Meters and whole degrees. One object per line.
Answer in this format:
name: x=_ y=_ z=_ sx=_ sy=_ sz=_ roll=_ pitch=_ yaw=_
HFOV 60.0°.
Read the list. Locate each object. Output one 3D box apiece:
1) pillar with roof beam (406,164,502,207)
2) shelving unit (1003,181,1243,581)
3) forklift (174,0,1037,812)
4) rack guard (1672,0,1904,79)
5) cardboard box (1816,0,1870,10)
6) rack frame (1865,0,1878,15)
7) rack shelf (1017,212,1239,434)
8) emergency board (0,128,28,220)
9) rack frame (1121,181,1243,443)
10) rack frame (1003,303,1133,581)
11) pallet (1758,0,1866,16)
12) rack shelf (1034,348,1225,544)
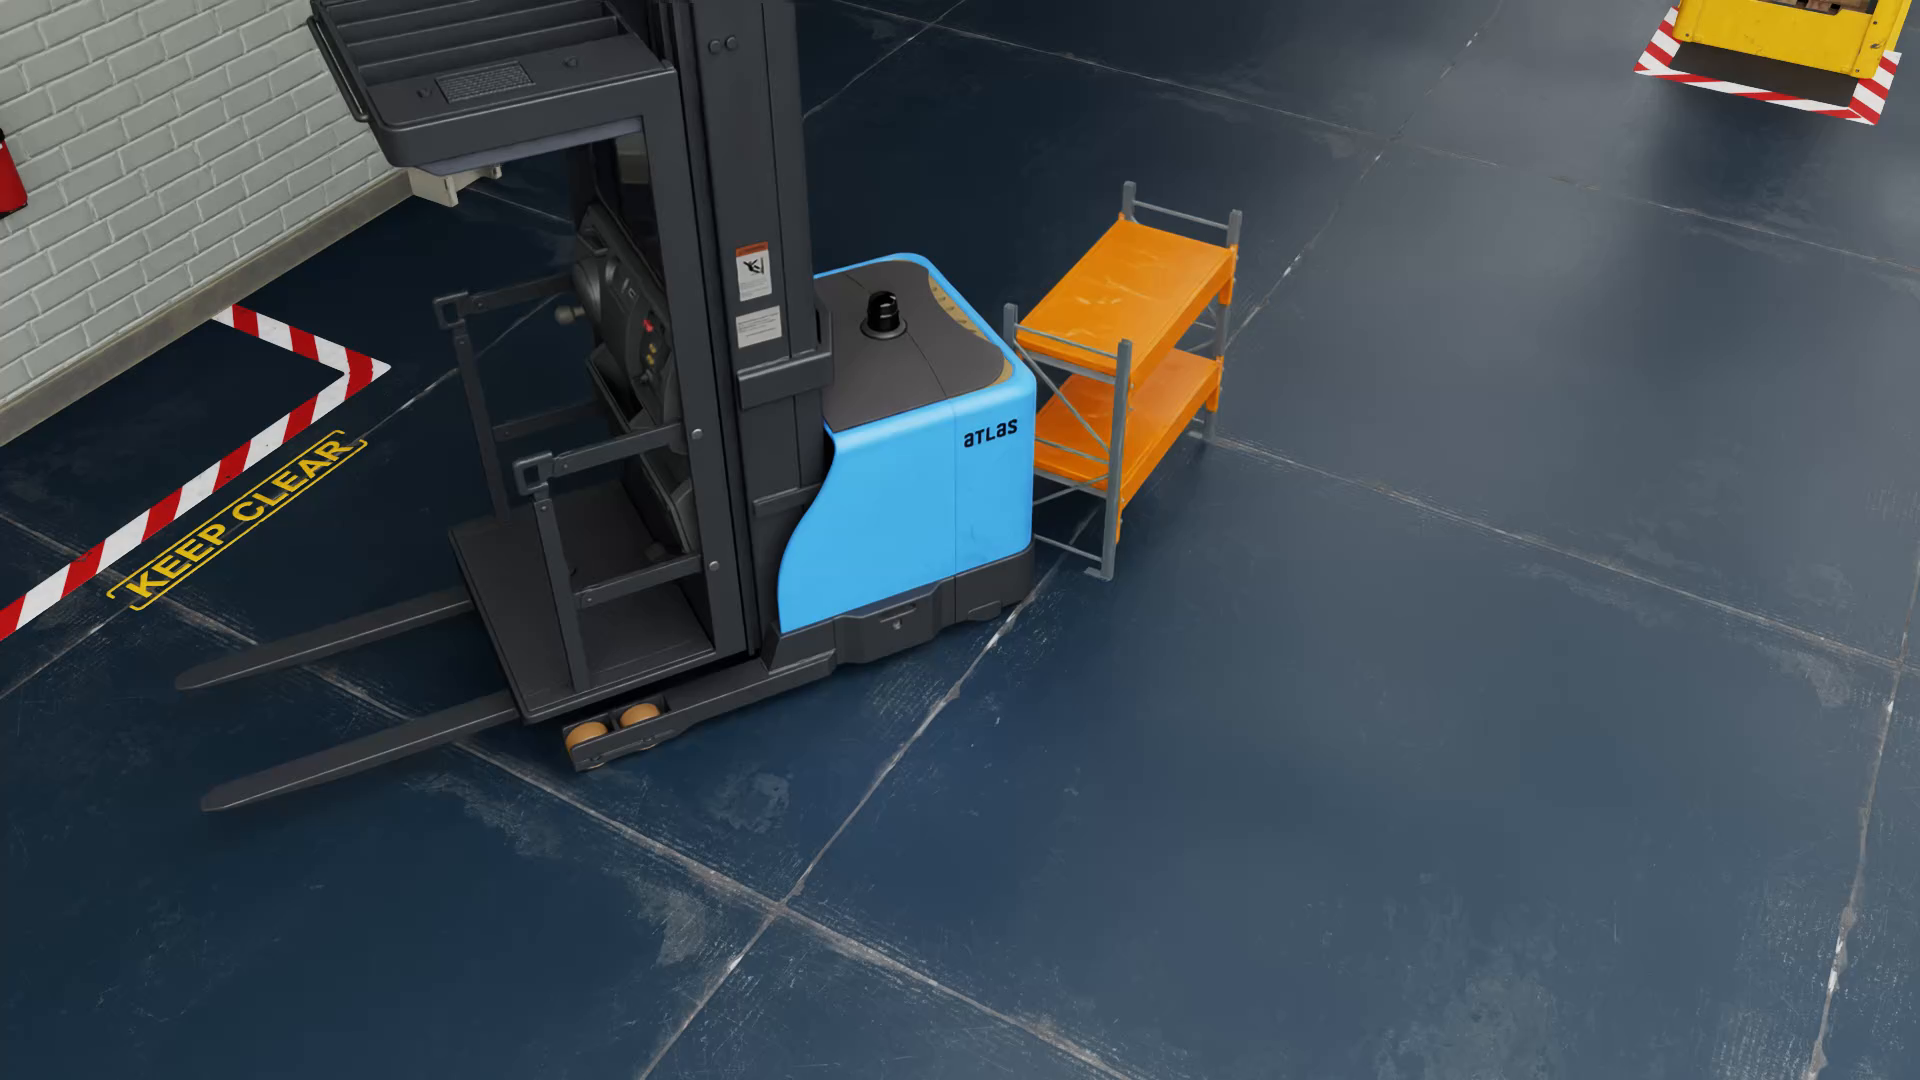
pillar with roof beam: x=1.023 y=-3.865 z=4.330 sx=9.100 sy=9.000 sz=0.400 roll=21 pitch=45 yaw=22
shelving unit: x=0.632 y=-0.642 z=6.628 sx=0.538 sy=1.125 sz=1.048 roll=20 pitch=45 yaw=22
forklift: x=-1.268 y=-0.699 z=5.326 sx=3.031 sy=2.935 sz=1.130 roll=-19 pitch=45 yaw=-20
rack guard: x=4.976 y=-3.196 z=10.001 sx=1.175 sy=0.500 sz=0.348 roll=21 pitch=45 yaw=22
cardboard box: x=5.449 y=-3.506 z=10.225 sx=0.500 sy=0.250 sz=0.500 roll=21 pitch=45 yaw=22
rack frame: x=4.988 y=-4.147 z=9.190 sx=1.000 sy=3.000 sz=0.127 roll=21 pitch=45 yaw=22
rack shelf: x=0.632 y=-0.861 z=6.434 sx=0.538 sy=0.278 sz=1.000 roll=20 pitch=45 yaw=22
emergency board: x=-3.974 y=-1.636 z=6.338 sx=0.194 sy=1.169 sz=0.643 roll=21 pitch=45 yaw=22
rack frame: x=0.881 y=-0.934 z=6.960 sx=0.500 sy=1.125 sz=0.032 roll=20 pitch=45 yaw=22
rack frame: x=0.382 y=-0.349 z=6.295 sx=0.500 sy=1.125 sz=0.032 roll=20 pitch=45 yaw=22
pallet: x=5.334 y=-3.552 z=10.624 sx=1.003 sy=0.211 sz=1.213 roll=21 pitch=45 yaw=22
rack shelf: x=0.632 y=-0.458 z=6.789 sx=0.538 sy=0.278 sz=1.000 roll=20 pitch=45 yaw=22
